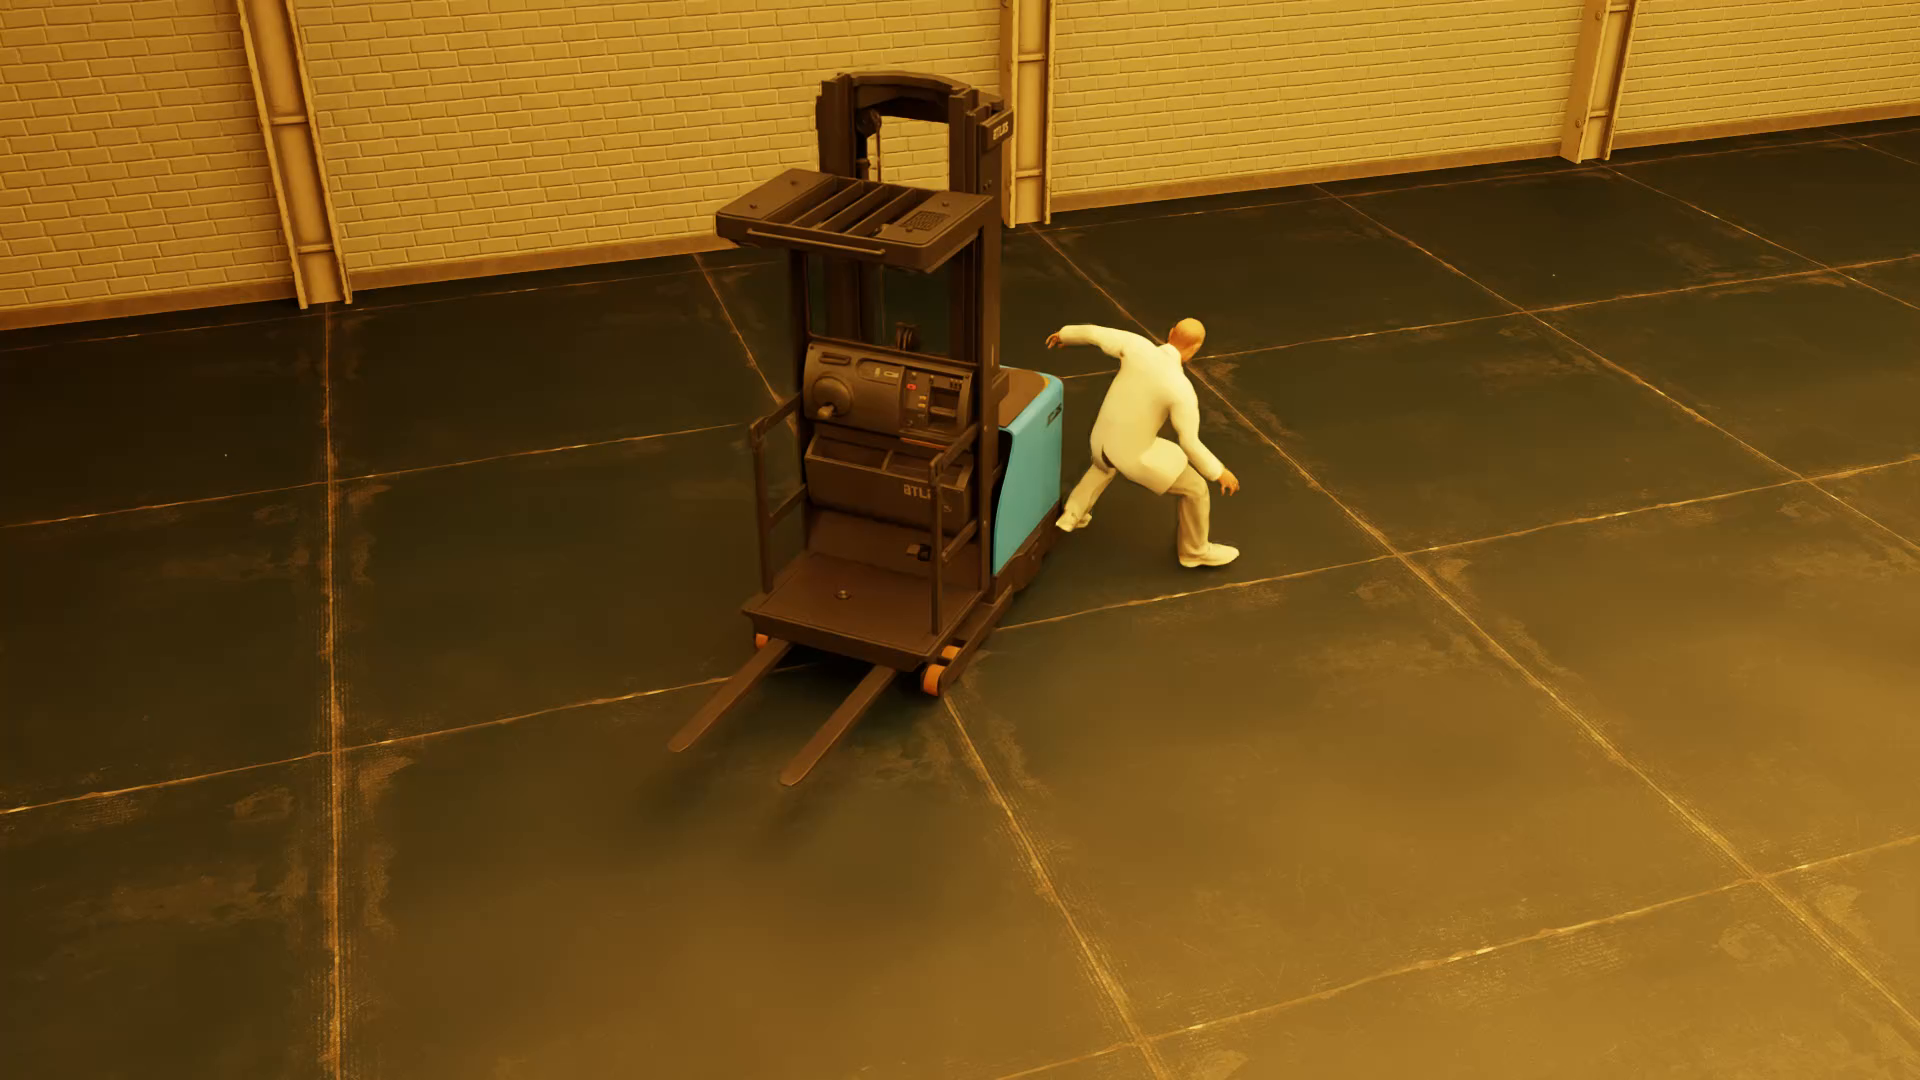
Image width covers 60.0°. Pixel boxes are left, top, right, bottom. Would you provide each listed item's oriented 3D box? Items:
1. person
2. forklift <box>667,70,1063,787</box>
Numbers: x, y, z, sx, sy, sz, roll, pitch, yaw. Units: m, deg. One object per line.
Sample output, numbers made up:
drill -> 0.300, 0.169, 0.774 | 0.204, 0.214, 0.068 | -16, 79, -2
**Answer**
person -> 0.984, -0.587, 9.562 | 0.787, 1.511, 1.231 | -19, 35, -29
forklift -> -0.460, -0.706, 8.313 | 1.130, 2.935, 3.031 | 13, 32, 21
